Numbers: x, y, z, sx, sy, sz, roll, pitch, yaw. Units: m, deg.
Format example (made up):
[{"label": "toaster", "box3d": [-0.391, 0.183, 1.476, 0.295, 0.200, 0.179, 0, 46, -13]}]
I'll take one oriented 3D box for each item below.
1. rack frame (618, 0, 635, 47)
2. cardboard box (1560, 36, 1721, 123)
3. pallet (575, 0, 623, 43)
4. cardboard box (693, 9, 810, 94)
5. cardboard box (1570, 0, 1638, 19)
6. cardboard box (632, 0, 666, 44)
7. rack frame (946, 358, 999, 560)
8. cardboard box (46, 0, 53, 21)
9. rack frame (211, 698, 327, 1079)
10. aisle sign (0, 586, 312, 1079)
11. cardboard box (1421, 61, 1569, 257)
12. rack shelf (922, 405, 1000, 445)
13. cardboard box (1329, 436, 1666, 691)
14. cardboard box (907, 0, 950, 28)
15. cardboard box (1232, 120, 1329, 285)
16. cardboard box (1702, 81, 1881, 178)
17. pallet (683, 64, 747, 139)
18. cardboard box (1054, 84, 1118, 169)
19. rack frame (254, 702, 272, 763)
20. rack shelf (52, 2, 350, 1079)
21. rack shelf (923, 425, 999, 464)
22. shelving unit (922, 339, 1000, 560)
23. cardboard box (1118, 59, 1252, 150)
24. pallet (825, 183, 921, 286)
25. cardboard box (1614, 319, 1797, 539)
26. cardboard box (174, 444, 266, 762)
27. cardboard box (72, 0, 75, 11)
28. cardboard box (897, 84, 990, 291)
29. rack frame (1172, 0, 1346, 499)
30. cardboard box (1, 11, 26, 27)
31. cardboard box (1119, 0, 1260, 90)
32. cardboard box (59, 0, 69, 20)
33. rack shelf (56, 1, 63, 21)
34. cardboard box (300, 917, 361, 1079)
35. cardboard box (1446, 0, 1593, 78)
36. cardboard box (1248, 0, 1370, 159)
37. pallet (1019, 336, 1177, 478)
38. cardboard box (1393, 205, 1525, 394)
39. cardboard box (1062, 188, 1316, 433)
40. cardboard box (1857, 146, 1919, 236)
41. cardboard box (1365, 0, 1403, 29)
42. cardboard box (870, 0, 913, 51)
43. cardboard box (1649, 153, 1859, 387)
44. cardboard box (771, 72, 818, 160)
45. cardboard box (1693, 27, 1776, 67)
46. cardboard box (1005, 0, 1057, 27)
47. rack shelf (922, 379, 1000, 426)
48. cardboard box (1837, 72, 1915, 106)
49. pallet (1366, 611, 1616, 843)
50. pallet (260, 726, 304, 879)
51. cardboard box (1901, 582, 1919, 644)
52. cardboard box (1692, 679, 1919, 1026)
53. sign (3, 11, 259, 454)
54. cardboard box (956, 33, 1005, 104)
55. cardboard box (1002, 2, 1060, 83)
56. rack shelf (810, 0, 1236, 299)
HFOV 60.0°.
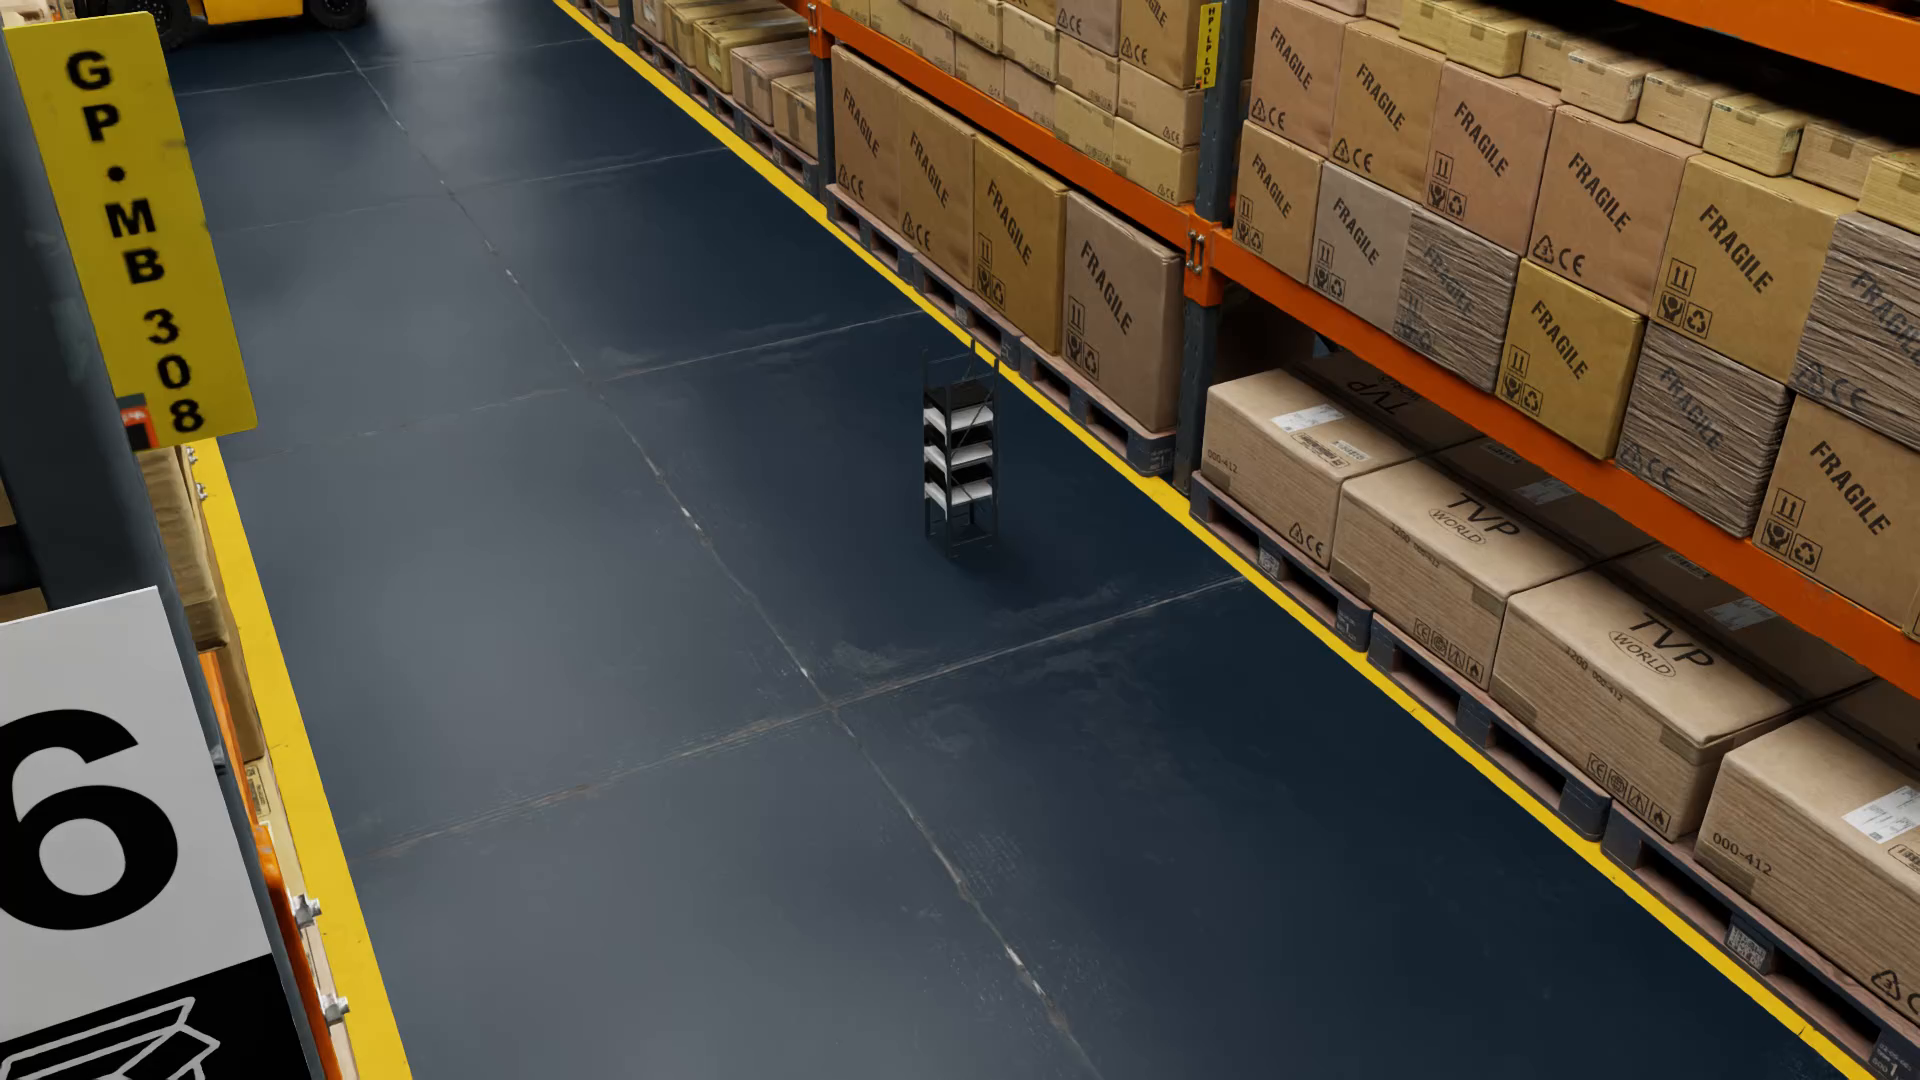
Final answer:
[{"label": "rack frame", "box3d": [-2.287, -5.424, 12.936, 1.000, 3.000, 0.127, -16, 36, -23]}, {"label": "cardboard box", "box3d": [2.054, -1.395, 5.026, 0.380, 0.149, 0.250, -16, 36, -23]}, {"label": "pallet", "box3d": [-2.631, -4.562, 14.175, 1.003, 0.211, 1.213, -16, 36, -23]}, {"label": "cardboard box", "box3d": [-1.376, -3.571, 12.090, 0.950, 0.372, 0.625, -15, 35, -22]}, {"label": "cardboard box", "box3d": [2.286, -1.774, 5.618, 0.380, 0.149, 0.250, -16, 36, -23]}, {"label": "cardboard box", "box3d": [-2.040, -4.245, 13.142, 0.950, 0.372, 0.625, -15, 36, -23]}, {"label": "rack frame", "box3d": [0.051, -0.327, 6.925, 0.240, 0.900, 0.006, -16, 36, -23]}, {"label": "cardboard box", "box3d": [-2.019, -1.021, 3.146, 0.500, 0.250, 0.500, -15, 36, -22]}, {"label": "rack frame", "box3d": [-1.081, 1.553, 2.046, 1.000, 3.000, 0.127, -16, 36, -23]}, {"label": "aisle sign", "box3d": [-0.789, 0.417, 1.409, 0.394, 0.787, 0.004, -16, 36, -23]}, {"label": "cardboard box", "box3d": [1.910, -1.291, 5.466, 0.500, 0.500, 0.500, -15, 36, -22]}, {"label": "rack shelf", "box3d": [0.004, -0.499, 6.922, 0.258, 0.077, 0.200, -16, 36, -23]}, {"label": "cardboard box", "box3d": [2.059, 0.049, 6.378, 0.875, 0.438, 0.875, -17, 36, -24]}, {"label": "cardboard box", "box3d": [0.058, -2.871, 8.626, 0.500, 0.250, 0.500, -16, 36, -23]}, {"label": "cardboard box", "box3d": [1.431, -1.359, 6.497, 0.500, 0.500, 0.500, -15, 35, -22]}, {"label": "cardboard box", "box3d": [2.320, -1.150, 4.643, 0.380, 0.149, 0.250, -15, 36, -22]}, {"label": "pallet", "box3d": [-1.349, -3.296, 12.199, 1.003, 0.211, 1.213, -16, 36, -23]}, {"label": "cardboard box", "box3d": [0.775, -1.937, 7.632, 0.500, 0.250, 0.500, -16, 36, -24]}, {"label": "rack frame", "box3d": [-2.946, -0.356, 5.025, 1.000, 3.000, 0.127, -16, 36, -23]}, {"label": "rack shelf", "box3d": [-2.013, -0.362, 2.920, 1.077, 0.370, 4.000, -16, 36, -23]}, {"label": "rack shelf", "box3d": [0.004, -0.423, 6.971, 0.258, 0.077, 0.200, -16, 36, -23]}, {"label": "shelving unit", "box3d": [0.004, -0.375, 7.001, 0.258, 0.900, 0.210, -16, 36, -23]}, {"label": "cardboard box", "box3d": [1.023, -1.903, 7.115, 0.500, 0.250, 0.500, -16, 36, -23]}, {"label": "pallet", "box3d": [-0.121, -1.946, 10.092, 1.003, 0.211, 1.213, -16, 36, -23]}, {"label": "cardboard box", "box3d": [2.380, -0.390, 4.985, 0.500, 0.500, 0.500, -15, 36, -22]}, {"label": "cardboard box", "box3d": [-1.754, 0.175, 3.365, 0.500, 0.500, 0.500, -15, 36, -22]}, {"label": "cardboard box", "box3d": [-7.089, -4.195, 12.713, 0.500, 0.250, 0.500, -16, 36, -24]}, {"label": "cardboard box", "box3d": [0.239, -2.020, 9.203, 0.875, 0.875, 0.875, -15, 36, -23]}, {"label": "rack frame", "box3d": [1.443, -1.606, 6.977, 1.000, 3.000, 0.127, -16, 36, -23]}, {"label": "cardboard box", "box3d": [-1.066, -0.258, 1.491, 0.500, 0.250, 0.500, -16, 36, -24]}, {"label": "cardboard box", "box3d": [1.013, -2.220, 6.914, 0.500, 0.500, 0.500, -15, 35, -22]}, {"label": "cardboard box", "box3d": [-4.780, -2.692, 8.347, 0.500, 0.250, 0.500, -16, 36, -23]}, {"label": "rack shelf", "box3d": [-3.878, -2.271, 5.900, 1.077, 0.370, 4.000, -16, 36, -23]}, {"label": "cardboard box", "box3d": [-1.289, 0.966, 2.825, 0.500, 0.250, 0.500, -15, 36, -23]}, {"label": "cardboard box", "box3d": [1.811, -1.629, 5.391, 0.380, 0.149, 0.250, -17, 36, -24]}, {"label": "cardboard box", "box3d": [1.451, -1.781, 6.230, 0.500, 0.500, 0.500, -16, 36, -23]}, {"label": "pallet", "box3d": [1.017, -0.782, 8.274, 1.003, 0.211, 1.213, -16, 36, -23]}, {"label": "cardboard box", "box3d": [1.888, -0.879, 5.748, 0.500, 0.500, 0.500, -16, 36, -23]}, {"label": "cardboard box", "box3d": [1.084, -1.164, 7.867, 0.875, 0.875, 0.875, -15, 35, -22]}, {"label": "cardboard box", "box3d": [2.548, -0.902, 4.257, 0.380, 0.149, 0.250, -15, 36, -22]}, {"label": "cardboard box", "box3d": [1.651, -1.897, 5.810, 0.380, 0.149, 0.250, -16, 36, -24]}, {"label": "cardboard box", "box3d": [-0.161, -2.915, 9.158, 0.500, 0.250, 0.500, -17, 36, -24]}, {"label": "cardboard box", "box3d": [2.376, -0.810, 4.714, 0.500, 0.500, 0.500, -16, 36, -23]}, {"label": "cardboard box", "box3d": [-0.676, -2.858, 10.977, 0.950, 0.372, 0.625, -18, 37, -26]}, {"label": "cardboard box", "box3d": [2.537, -1.536, 5.246, 0.380, 0.149, 0.250, -16, 36, -23]}, {"label": "cardboard box", "box3d": [0.546, -2.712, 7.682, 0.500, 0.500, 0.500, -15, 35, -22]}, {"label": "rack shelf", "box3d": [0.004, -0.574, 6.874, 0.258, 0.077, 0.200, -16, 36, -23]}, {"label": "cardboard box", "box3d": [2.796, -1.296, 4.871, 0.380, 0.149, 0.250, -16, 36, -23]}, {"label": "pallet", "box3d": [2.302, 0.533, 6.222, 1.003, 0.211, 1.213, -16, 36, -23]}, {"label": "pallet", "box3d": [-2.627, 1.146, 5.266, 1.003, 0.211, 1.213, -16, 36, -23]}, {"label": "cardboard box", "box3d": [2.849, 0.097, 4.226, 0.500, 0.500, 0.500, -16, 36, -23]}, {"label": "cardboard box", "box3d": [2.912, 0.915, 5.027, 0.875, 0.438, 0.875, -17, 36, -25]}, {"label": "sign", "box3d": [-0.601, -0.215, 1.214, 0.100, 0.325, 0.005, -16, 36, -23]}, {"label": "cardboard box", "box3d": [0.312, -2.428, 8.399, 0.500, 0.250, 0.500, -16, 36, -23]}, {"label": "cardboard box", "box3d": [0.536, -2.385, 7.868, 0.500, 0.250, 0.500, -15, 36, -22]}, {"label": "rack shelf", "box3d": [0.511, -2.258, 8.661, 1.077, 0.370, 4.000, -16, 36, -23]}]
